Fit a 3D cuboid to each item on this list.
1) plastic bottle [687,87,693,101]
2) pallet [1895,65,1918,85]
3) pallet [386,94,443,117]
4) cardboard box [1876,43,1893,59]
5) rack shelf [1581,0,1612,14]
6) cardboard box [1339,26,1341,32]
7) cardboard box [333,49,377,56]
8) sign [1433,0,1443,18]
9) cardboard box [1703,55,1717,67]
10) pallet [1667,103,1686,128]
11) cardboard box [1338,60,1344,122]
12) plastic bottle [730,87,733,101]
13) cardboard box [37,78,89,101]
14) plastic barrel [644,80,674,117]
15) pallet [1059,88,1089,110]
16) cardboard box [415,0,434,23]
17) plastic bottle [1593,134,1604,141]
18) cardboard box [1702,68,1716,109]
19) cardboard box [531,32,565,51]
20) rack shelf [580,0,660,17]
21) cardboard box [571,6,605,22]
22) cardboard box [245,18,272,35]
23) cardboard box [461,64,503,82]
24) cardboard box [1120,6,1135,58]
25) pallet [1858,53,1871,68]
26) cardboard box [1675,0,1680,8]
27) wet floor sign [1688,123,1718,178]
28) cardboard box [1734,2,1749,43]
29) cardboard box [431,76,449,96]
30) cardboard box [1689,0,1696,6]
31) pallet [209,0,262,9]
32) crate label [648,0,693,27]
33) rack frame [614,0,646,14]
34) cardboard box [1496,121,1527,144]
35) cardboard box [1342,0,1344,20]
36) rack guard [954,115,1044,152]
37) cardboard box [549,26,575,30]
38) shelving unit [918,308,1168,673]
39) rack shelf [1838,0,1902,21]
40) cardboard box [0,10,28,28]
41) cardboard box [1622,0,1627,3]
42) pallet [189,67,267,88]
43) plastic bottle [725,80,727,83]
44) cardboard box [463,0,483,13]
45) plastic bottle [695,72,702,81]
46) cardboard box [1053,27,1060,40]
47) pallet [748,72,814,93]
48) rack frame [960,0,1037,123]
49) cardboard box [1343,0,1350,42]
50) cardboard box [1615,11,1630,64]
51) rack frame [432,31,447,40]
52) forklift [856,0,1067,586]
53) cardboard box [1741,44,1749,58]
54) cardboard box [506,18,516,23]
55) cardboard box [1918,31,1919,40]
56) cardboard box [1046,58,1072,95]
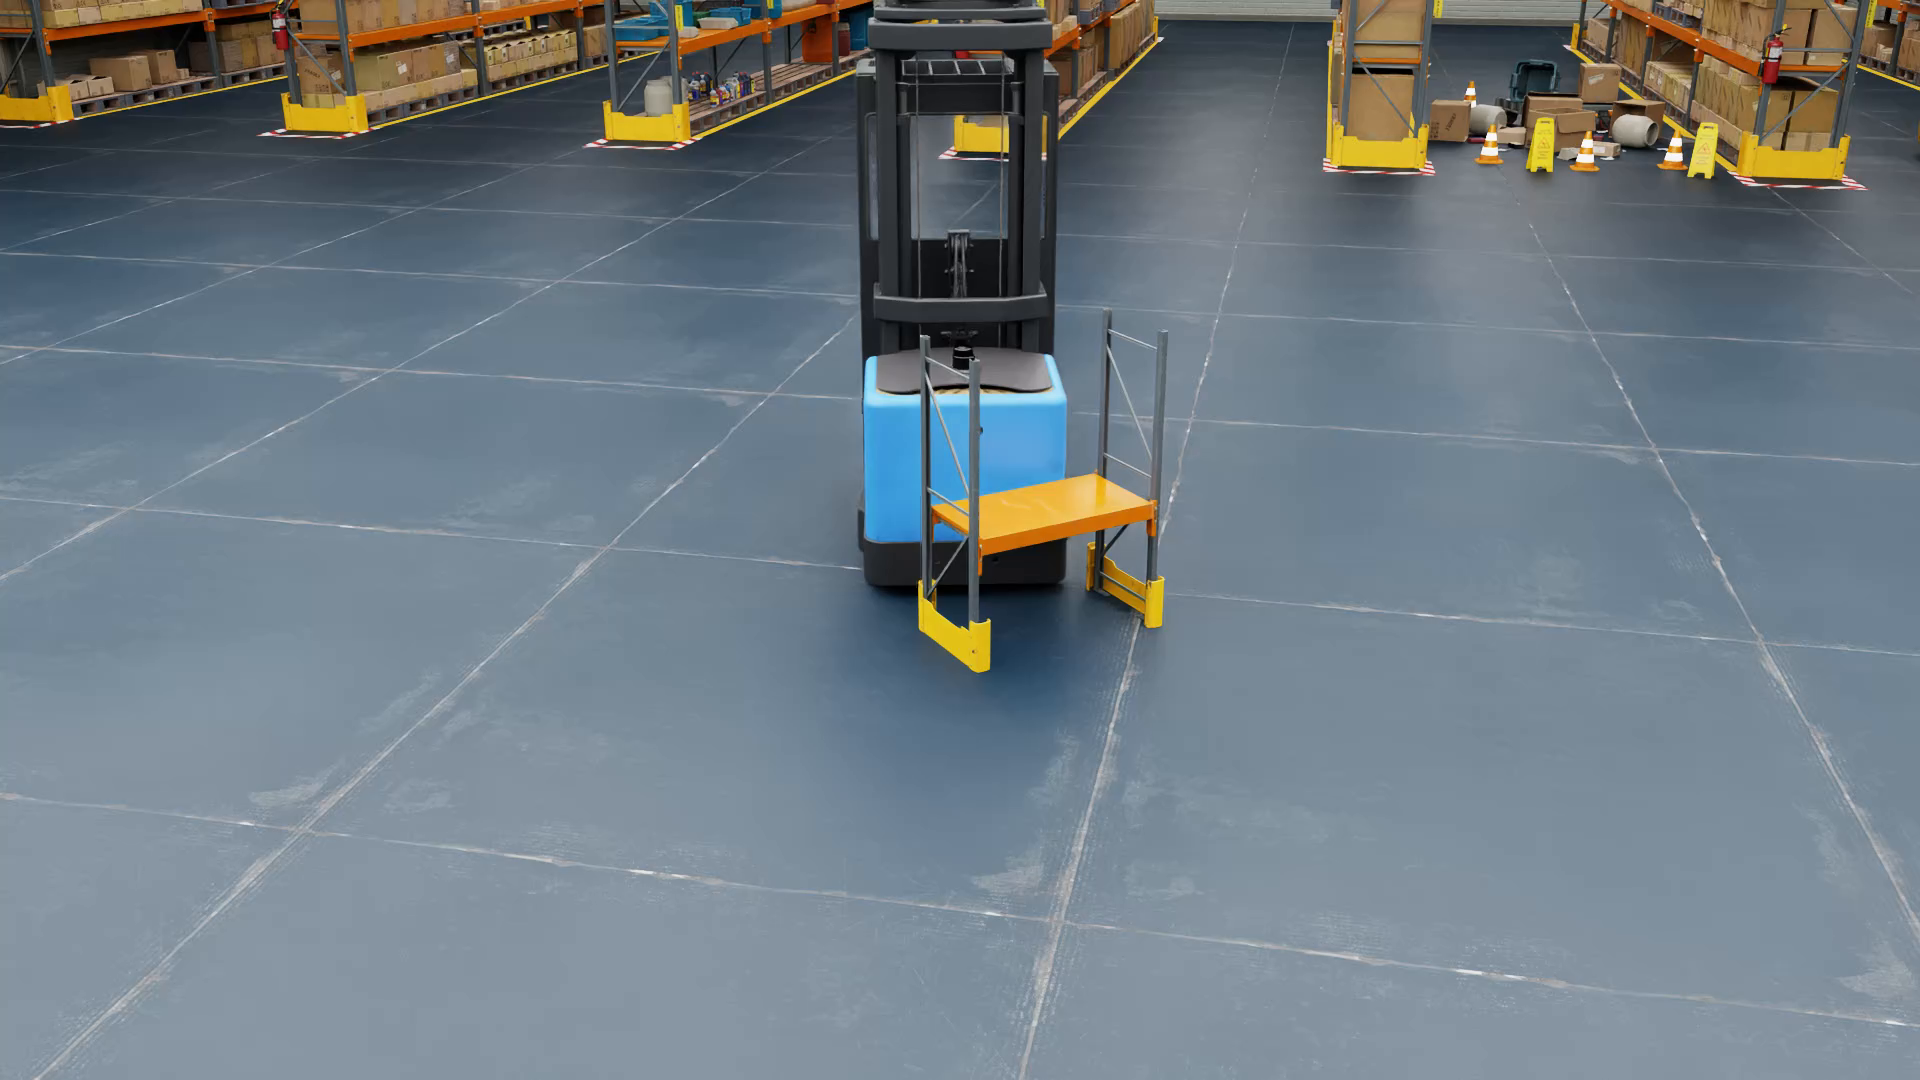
[{"bbox_3d":[-4.134,-6.811,25.406,0.097,0.201,0.097,0,22,0],"label":"plastic bottle"},{"bbox_3d":[17.386,-8.276,29.620,1.003,0.211,1.213,4,22,11],"label":"pallet"},{"bbox_3d":[-8.826,-6.804,25.966,1.003,0.211,1.213,4,22,11],"label":"pallet"},{"bbox_3d":[17.414,-9.153,31.163,0.396,0.266,0.258,5,23,13],"label":"cardboard box"},{"bbox_3d":[13.063,-10.644,32.731,1.077,0.370,4.000,4,22,11],"label":"rack shelf"},{"bbox_3d":[6.856,-8.777,28.913,0.500,0.250,0.500,4,22,10],"label":"cardboard box"},{"bbox_3d":[-9.184,-7.223,25.387,0.500,0.500,0.500,4,22,11],"label":"cardboard box"},{"bbox_3d":[5.882,-6.592,20.442,0.100,0.325,0.005,4,22,11],"label":"sign"},{"bbox_3d":[10.554,-6.653,23.103,0.380,0.149,0.250,5,22,12],"label":"cardboard box"},{"bbox_3d":[11.180,-6.312,24.744,1.003,0.211,1.213,4,22,11],"label":"pallet"},{"bbox_3d":[5.591,-5.983,22.475,0.875,0.875,0.875,4,22,10],"label":"cardboard box"},{"bbox_3d":[-3.516,-6.810,25.404,0.097,0.201,0.097,0,22,0],"label":"plastic bottle"},{"bbox_3d":[-13.813,-6.949,25.604,0.500,0.311,0.500,2,22,5],"label":"cardboard box"},{"bbox_3d":[-4.284,-6.278,23.695,0.421,0.512,0.421,0,22,0],"label":"plastic barrel"},{"bbox_3d":[1.479,-7.068,26.620,1.003,0.211,1.213,4,22,11],"label":"pallet"},{"bbox_3d":[-8.668,-8.340,25.912,0.700,0.500,0.500,5,22,12],"label":"cardboard box"},{"bbox_3d":[8.924,-5.629,23.248,0.133,0.061,0.283,8,23,20],"label":"plastic bottle"},{"bbox_3d":[10.541,-6.196,22.838,0.500,0.500,0.500,5,23,13],"label":"cardboard box"},{"bbox_3d":[-7.525,-9.074,30.238,0.500,0.311,0.500,4,22,10],"label":"cardboard box"},{"bbox_3d":[-7.151,-10.694,32.853,1.077,0.370,4.000,4,22,11],"label":"rack shelf"},{"bbox_3d":[-7.386,-10.444,33.023,0.500,0.250,0.500,4,22,10],"label":"cardboard box"},{"bbox_3d":[-12.783,-9.405,30.444,0.500,0.250,0.500,4,22,11],"label":"cardboard box"},{"bbox_3d":[-8.051,-7.881,28.025,0.500,0.250,0.500,4,22,10],"label":"cardboard box"},{"bbox_3d":[2.661,-9.649,31.578,1.225,0.875,0.875,4,22,9],"label":"cardboard box"},{"bbox_3d":[17.903,-9.275,32.100,1.003,0.211,1.213,4,22,11],"label":"pallet"},{"bbox_3d":[11.350,-8.367,25.887,0.380,0.149,0.250,6,23,14],"label":"cardboard box"},{"bbox_3d":[9.120,-4.778,20.354,0.267,0.644,0.232,13,25,29],"label":"wet floor sign"},{"bbox_3d":[10.260,-6.627,21.262,0.500,0.500,0.500,4,22,11],"label":"cardboard box"},{"bbox_3d":[-8.456,-7.200,26.334,0.500,0.250,0.500,4,22,11],"label":"cardboard box"},{"bbox_3d":[10.992,-8.068,24.277,0.500,0.500,0.500,5,22,11],"label":"cardboard box"},{"bbox_3d":[-12.928,-9.389,28.907,1.003,0.211,1.213,4,22,11],"label":"pallet"},{"bbox_3d":[-4.233,-7.701,24.413,0.502,0.435,0.616,4,22,11],"label":"crate label"},{"bbox_3d":[-6.743,-11.759,34.535,1.000,3.000,0.127,4,22,11],"label":"rack frame"},{"bbox_3d":[7.609,-5.624,22.962,0.396,0.266,0.258,8,23,20],"label":"cardboard box"},{"bbox_3d":[6.309,-8.474,26.246,0.500,0.500,0.500,4,22,10],"label":"cardboard box"},{"bbox_3d":[0.521,-5.482,22.295,1.175,0.500,0.348,4,22,11],"label":"rack guard"},{"bbox_3d":[-7.598,-9.700,32.181,0.500,0.500,0.500,5,23,13],"label":"cardboard box"},{"bbox_3d":[0.401,-0.265,8.003,1.083,1.500,0.587,-12,25,-27],"label":"shelving unit"},{"bbox_3d":[17.923,-10.267,31.795,1.077,0.370,4.000,4,22,11],"label":"rack shelf"},{"bbox_3d":[-14.137,-7.872,25.058,0.500,0.250,0.500,5,22,12],"label":"cardboard box"},{"bbox_3d":[12.083,-9.661,29.527,0.500,0.250,0.500,4,22,10],"label":"cardboard box"},{"bbox_3d":[-13.068,-8.200,29.433,1.003,0.211,1.213,4,22,11],"label":"pallet"},{"bbox_3d":[-3.587,-6.951,25.644,0.061,0.283,0.133,4,22,11],"label":"plastic bottle"},{"bbox_3d":[-8.318,-8.947,27.754,0.500,0.250,0.500,6,23,14],"label":"cardboard box"},{"bbox_3d":[-4.098,-7.166,26.088,0.144,0.351,0.185,5,22,12],"label":"plastic bottle"},{"bbox_3d":[1.198,-7.124,23.364,0.380,0.149,0.250,4,22,11],"label":"cardboard box"},{"bbox_3d":[-3.158,-7.898,28.682,1.003,0.211,1.213,4,22,11],"label":"pallet"},{"bbox_3d":[0.505,-6.613,21.759,1.000,3.000,0.127,4,22,11],"label":"rack frame"},{"bbox_3d":[5.777,-7.204,23.024,0.875,0.550,0.550,4,22,11],"label":"cardboard box"},{"bbox_3d":[12.607,-9.223,30.521,0.875,0.875,0.875,5,23,13],"label":"cardboard box"},{"bbox_3d":[-11.593,-12.135,35.469,1.000,3.000,0.127,4,22,11],"label":"rack frame"},{"bbox_3d":[-0.022,-1.627,9.471,1.130,2.935,3.031,-1,22,-2],"label":"forklift"},{"bbox_3d":[10.113,-6.184,21.030,0.380,0.149,0.250,5,22,12],"label":"cardboard box"},{"bbox_3d":[-10.822,-12.369,38.835,0.700,0.500,0.500,4,22,11],"label":"cardboard box"},{"bbox_3d":[17.160,-8.893,29.335,0.380,0.149,0.250,3,22,8],"label":"cardboard box"},{"bbox_3d":[1.468,-7.344,26.330,0.700,0.500,0.500,3,22,7],"label":"cardboard box"}]
